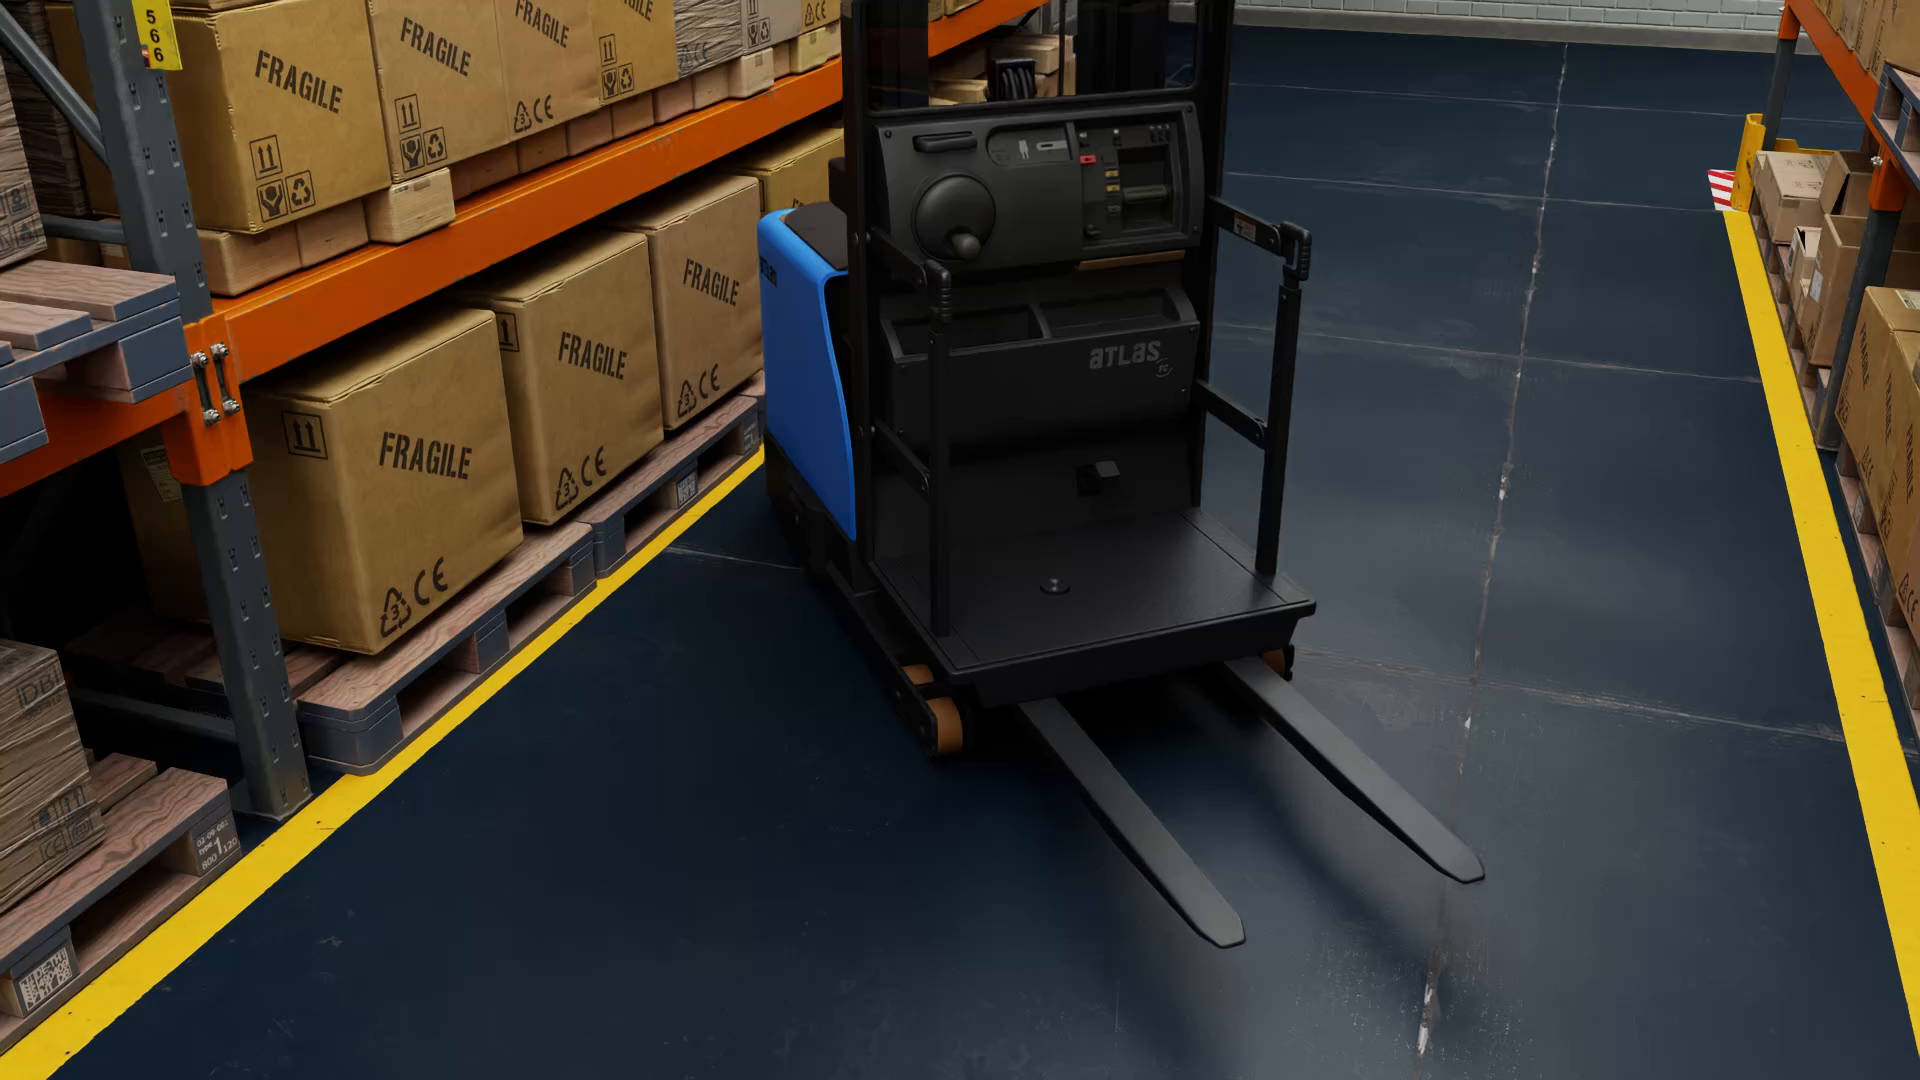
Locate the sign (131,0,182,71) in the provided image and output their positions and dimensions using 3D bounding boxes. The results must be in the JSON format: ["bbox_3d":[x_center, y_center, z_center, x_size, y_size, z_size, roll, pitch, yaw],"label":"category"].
[{"bbox_3d":[-1.667,-1.131,3.406,0.100,0.325,0.005,9,27,17],"label":"sign"}]

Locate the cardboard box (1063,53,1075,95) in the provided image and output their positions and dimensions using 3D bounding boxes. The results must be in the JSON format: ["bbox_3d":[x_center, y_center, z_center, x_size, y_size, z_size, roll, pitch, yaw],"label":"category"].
[{"bbox_3d":[0.341,-2.770,10.415,0.700,0.500,0.500,9,27,17],"label":"cardboard box"}]

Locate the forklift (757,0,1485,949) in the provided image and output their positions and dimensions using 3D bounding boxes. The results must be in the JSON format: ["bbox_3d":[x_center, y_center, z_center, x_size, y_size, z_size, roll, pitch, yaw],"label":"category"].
[{"bbox_3d":[0.312,-0.933,4.314,1.130,2.935,3.031,-10,27,-19],"label":"forklift"}]

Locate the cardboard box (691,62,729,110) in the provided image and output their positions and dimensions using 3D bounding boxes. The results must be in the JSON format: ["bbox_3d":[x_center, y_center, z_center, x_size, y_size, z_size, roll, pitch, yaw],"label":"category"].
[{"bbox_3d":[-1.063,-1.665,6.012,0.380,0.149,0.250,9,27,17],"label":"cardboard box"}]

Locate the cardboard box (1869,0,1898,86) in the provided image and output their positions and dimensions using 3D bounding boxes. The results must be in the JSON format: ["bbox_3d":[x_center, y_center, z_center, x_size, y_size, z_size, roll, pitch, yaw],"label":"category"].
[{"bbox_3d":[3.746,-1.935,6.189,0.500,0.500,0.500,9,27,18],"label":"cardboard box"}]

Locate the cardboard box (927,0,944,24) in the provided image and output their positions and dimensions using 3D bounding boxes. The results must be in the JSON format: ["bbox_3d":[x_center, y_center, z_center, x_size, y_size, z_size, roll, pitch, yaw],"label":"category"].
[{"bbox_3d":[-0.655,-2.720,7.581,0.980,0.700,0.700,9,27,18],"label":"cardboard box"}]

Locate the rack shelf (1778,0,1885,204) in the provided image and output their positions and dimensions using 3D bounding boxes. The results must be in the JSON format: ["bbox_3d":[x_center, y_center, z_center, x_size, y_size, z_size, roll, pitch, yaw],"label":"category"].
[{"bbox_3d":[4.487,-2.145,7.564,1.077,0.370,4.000,9,27,17],"label":"rack shelf"}]

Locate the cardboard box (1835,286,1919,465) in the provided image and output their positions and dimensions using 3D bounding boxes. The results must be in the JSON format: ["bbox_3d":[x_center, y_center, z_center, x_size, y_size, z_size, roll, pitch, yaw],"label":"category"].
[{"bbox_3d":[3.431,-0.557,5.821,0.500,0.500,0.500,8,27,15],"label":"cardboard box"}]

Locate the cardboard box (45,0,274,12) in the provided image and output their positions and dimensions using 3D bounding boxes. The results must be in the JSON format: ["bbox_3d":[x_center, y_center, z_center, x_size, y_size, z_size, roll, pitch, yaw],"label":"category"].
[{"bbox_3d":[-1.778,-1.407,3.874,0.500,0.250,0.500,9,27,19],"label":"cardboard box"}]

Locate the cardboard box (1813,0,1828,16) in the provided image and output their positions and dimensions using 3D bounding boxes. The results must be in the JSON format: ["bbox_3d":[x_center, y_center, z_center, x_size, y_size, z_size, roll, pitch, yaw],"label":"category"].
[{"bbox_3d":[4.420,-2.773,7.921,0.500,0.500,0.500,9,27,17],"label":"cardboard box"}]

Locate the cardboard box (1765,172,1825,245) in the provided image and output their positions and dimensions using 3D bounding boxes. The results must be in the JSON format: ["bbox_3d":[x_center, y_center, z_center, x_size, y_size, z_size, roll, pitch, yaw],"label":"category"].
[{"bbox_3d":[4.371,-1.658,8.383,0.500,0.250,0.500,9,27,17],"label":"cardboard box"}]

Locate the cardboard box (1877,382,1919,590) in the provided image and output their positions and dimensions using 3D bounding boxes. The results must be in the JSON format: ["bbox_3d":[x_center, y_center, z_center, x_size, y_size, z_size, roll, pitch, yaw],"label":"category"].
[{"bbox_3d":[3.090,-0.132,4.943,0.500,0.500,0.500,9,27,18],"label":"cardboard box"}]

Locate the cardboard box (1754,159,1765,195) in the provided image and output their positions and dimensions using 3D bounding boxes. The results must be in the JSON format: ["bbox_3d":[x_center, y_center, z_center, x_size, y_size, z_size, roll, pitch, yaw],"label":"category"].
[{"bbox_3d":[4.606,-1.989,9.162,0.380,0.166,0.250,9,27,17],"label":"cardboard box"}]

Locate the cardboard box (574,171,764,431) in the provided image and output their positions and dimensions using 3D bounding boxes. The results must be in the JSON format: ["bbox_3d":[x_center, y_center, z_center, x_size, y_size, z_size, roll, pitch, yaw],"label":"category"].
[{"bbox_3d":[-1.238,-0.934,6.222,0.750,0.750,0.750,10,27,19],"label":"cardboard box"}]

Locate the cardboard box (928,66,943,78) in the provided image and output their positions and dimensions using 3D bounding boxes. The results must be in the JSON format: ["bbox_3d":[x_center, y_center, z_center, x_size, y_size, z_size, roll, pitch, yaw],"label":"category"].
[{"bbox_3d":[-0.311,-2.517,9.148,0.380,0.149,0.250,8,27,17],"label":"cardboard box"}]

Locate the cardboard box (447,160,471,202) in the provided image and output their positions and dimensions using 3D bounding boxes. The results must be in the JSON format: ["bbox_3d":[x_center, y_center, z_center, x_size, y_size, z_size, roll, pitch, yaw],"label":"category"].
[{"bbox_3d":[-1.626,-1.038,4.718,0.380,0.149,0.250,8,27,17],"label":"cardboard box"}]

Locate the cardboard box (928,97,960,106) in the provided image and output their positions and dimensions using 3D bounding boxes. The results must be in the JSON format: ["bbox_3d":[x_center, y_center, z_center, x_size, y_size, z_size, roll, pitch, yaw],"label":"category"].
[{"bbox_3d":[-0.219,-2.127,8.342,0.380,0.149,0.250,10,27,19],"label":"cardboard box"}]

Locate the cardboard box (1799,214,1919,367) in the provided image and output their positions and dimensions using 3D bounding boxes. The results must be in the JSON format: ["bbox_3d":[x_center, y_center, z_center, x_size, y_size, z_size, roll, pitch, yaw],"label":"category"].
[{"bbox_3d":[3.744,-0.995,6.727,0.500,0.500,0.500,9,27,17],"label":"cardboard box"}]

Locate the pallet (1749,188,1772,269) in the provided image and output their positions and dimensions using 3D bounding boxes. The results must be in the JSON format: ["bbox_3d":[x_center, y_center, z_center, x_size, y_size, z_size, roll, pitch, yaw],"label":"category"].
[{"bbox_3d":[4.863,-1.677,8.971,1.003,0.211,1.213,9,27,17],"label":"pallet"}]

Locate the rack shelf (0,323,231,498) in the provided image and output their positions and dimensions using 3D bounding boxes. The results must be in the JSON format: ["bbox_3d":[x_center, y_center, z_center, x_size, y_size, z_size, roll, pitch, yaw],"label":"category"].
[{"bbox_3d":[-2.848,0.425,2.255,1.077,0.370,4.000,9,27,17],"label":"rack shelf"}]

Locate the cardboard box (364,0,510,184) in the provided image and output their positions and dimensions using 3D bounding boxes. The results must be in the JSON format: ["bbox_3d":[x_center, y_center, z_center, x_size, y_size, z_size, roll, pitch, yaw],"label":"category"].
[{"bbox_3d":[-1.596,-1.284,4.482,0.500,0.500,0.500,10,27,19],"label":"cardboard box"}]

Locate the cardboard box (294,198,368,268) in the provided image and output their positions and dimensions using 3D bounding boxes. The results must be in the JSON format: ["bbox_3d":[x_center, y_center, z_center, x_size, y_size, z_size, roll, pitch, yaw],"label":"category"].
[{"bbox_3d":[-1.762,-0.820,4.267,0.380,0.149,0.250,9,27,18],"label":"cardboard box"}]

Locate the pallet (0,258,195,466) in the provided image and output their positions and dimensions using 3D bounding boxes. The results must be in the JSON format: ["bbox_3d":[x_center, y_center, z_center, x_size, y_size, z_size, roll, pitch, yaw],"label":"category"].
[{"bbox_3d":[-2.319,-0.326,3.201,1.213,0.211,1.003,9,27,17],"label":"pallet"}]

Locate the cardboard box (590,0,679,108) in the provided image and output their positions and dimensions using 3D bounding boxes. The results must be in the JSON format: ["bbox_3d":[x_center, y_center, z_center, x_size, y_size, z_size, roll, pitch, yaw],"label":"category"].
[{"bbox_3d":[-1.264,-1.703,5.347,0.500,0.500,0.500,10,27,19],"label":"cardboard box"}]

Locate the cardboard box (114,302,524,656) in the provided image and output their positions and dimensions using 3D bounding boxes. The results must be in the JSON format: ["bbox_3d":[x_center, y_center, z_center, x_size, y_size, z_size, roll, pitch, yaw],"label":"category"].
[{"bbox_3d":[-1.814,-0.225,4.757,0.750,0.750,0.750,8,27,17],"label":"cardboard box"}]

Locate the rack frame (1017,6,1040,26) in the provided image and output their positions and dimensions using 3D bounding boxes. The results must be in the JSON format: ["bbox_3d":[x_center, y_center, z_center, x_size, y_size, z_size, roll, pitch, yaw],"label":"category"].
[{"bbox_3d":[0.480,-4.008,10.586,1.000,3.000,0.127,9,27,17],"label":"rack frame"}]

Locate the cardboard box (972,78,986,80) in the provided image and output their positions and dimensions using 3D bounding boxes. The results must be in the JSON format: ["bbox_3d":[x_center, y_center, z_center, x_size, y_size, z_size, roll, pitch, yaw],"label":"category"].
[{"bbox_3d":[0.008,-2.357,9.563,0.700,0.500,0.500,8,27,16],"label":"cardboard box"}]

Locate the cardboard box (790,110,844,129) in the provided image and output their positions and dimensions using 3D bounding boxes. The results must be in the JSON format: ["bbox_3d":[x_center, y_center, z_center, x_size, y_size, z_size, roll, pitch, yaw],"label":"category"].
[{"bbox_3d":[-0.741,-1.982,8.043,0.380,0.149,0.250,9,27,17],"label":"cardboard box"}]

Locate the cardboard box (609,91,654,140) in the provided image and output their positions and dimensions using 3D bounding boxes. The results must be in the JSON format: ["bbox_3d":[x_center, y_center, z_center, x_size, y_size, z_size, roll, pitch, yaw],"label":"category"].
[{"bbox_3d":[-1.260,-1.457,5.582,0.380,0.149,0.250,10,27,19],"label":"cardboard box"}]

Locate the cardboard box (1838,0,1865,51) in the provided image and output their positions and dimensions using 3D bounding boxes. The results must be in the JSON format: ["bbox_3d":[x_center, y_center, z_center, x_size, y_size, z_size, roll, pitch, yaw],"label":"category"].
[{"bbox_3d":[4.085,-2.358,7.064,0.500,0.500,0.500,9,27,19],"label":"cardboard box"}]

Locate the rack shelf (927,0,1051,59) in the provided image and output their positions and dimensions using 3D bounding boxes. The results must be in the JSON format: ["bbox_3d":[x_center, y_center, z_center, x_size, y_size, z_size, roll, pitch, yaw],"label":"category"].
[{"bbox_3d":[-0.185,-2.862,9.045,1.077,0.370,4.000,9,27,17],"label":"rack shelf"}]

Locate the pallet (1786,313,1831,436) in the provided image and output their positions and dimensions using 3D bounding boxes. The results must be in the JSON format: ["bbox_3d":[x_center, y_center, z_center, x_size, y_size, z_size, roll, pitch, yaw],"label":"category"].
[{"bbox_3d":[4.051,-0.674,6.900,1.003,0.211,1.213,9,27,17],"label":"pallet"}]

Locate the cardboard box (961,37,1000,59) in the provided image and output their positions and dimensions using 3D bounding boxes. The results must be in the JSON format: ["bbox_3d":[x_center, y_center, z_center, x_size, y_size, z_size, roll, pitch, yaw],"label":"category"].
[{"bbox_3d":[0.027,-2.934,10.009,0.380,0.149,0.250,9,27,18],"label":"cardboard box"}]

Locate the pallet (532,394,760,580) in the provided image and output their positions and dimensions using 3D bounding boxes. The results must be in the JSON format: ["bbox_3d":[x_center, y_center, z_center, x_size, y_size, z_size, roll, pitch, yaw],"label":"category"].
[{"bbox_3d":[-1.441,-0.278,6.082,1.003,0.211,1.213,9,27,17],"label":"pallet"}]

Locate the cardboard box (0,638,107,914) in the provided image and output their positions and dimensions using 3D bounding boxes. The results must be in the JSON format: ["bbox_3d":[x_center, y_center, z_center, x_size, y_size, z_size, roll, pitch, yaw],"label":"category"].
[{"bbox_3d":[-2.373,0.510,3.618,0.700,0.500,0.500,9,27,18],"label":"cardboard box"}]

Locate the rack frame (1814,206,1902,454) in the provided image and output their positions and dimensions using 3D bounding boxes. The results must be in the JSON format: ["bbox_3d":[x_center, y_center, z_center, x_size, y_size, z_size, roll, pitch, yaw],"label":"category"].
[{"bbox_3d":[3.822,-1.647,5.710,1.000,3.000,0.127,9,27,17],"label":"rack frame"}]

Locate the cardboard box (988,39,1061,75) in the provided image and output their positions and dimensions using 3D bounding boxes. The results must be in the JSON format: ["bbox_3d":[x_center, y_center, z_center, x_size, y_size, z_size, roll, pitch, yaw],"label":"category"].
[{"bbox_3d":[0.386,-2.877,9.893,0.380,0.149,0.250,9,27,19],"label":"cardboard box"}]

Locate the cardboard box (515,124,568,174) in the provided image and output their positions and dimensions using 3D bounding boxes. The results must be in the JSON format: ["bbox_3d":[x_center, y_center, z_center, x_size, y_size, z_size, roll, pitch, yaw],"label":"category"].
[{"bbox_3d":[-1.452,-1.251,5.156,0.380,0.149,0.250,9,27,18],"label":"cardboard box"}]

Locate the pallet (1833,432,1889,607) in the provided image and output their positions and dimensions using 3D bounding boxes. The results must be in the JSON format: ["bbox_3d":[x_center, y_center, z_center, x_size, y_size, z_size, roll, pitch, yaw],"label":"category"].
[{"bbox_3d":[3.587,-0.052,5.616,1.003,0.211,1.213,9,27,17],"label":"pallet"}]

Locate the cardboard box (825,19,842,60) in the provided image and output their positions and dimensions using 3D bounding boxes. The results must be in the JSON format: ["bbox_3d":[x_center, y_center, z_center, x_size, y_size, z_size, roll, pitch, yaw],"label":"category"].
[{"bbox_3d":[-0.697,-2.080,6.869,0.380,0.149,0.250,9,27,18],"label":"cardboard box"}]

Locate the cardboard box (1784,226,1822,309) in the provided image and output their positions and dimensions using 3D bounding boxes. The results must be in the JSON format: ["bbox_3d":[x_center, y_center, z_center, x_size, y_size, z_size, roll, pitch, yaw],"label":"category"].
[{"bbox_3d":[3.993,-1.219,7.405,0.500,0.311,0.500,9,27,17],"label":"cardboard box"}]

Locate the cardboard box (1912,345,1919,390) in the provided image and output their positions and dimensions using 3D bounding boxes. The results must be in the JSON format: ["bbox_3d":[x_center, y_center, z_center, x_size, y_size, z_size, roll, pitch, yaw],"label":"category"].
[{"bbox_3d":[3.098,-0.483,4.809,0.500,0.250,0.500,9,27,18],"label":"cardboard box"}]

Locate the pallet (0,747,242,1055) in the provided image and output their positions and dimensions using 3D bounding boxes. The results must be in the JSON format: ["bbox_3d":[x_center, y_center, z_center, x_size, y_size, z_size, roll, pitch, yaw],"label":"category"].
[{"bbox_3d":[-2.444,0.856,3.740,1.003,0.211,1.213,9,27,17],"label":"pallet"}]

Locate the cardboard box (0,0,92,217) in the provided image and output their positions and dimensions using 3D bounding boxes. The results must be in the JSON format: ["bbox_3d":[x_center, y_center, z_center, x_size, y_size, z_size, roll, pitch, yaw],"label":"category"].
[{"bbox_3d":[-2.274,-1.140,4.184,0.500,0.500,0.500,9,27,18],"label":"cardboard box"}]

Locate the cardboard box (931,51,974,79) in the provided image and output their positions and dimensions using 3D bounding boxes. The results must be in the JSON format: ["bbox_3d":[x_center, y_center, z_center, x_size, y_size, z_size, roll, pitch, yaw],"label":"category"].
[{"bbox_3d":[-0.141,-2.726,9.581,0.380,0.149,0.250,9,27,18],"label":"cardboard box"}]

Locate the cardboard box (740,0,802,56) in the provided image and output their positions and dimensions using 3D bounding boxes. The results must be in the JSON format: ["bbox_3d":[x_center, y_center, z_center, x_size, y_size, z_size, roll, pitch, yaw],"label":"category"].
[{"bbox_3d":[-0.927,-2.115,6.196,0.500,0.500,0.500,9,27,18],"label":"cardboard box"}]

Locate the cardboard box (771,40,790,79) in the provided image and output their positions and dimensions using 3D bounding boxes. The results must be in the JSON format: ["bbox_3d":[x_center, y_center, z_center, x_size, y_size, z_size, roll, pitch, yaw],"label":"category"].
[{"bbox_3d":[-0.887,-1.873,6.442,0.380,0.149,0.250,10,27,19],"label":"cardboard box"}]
